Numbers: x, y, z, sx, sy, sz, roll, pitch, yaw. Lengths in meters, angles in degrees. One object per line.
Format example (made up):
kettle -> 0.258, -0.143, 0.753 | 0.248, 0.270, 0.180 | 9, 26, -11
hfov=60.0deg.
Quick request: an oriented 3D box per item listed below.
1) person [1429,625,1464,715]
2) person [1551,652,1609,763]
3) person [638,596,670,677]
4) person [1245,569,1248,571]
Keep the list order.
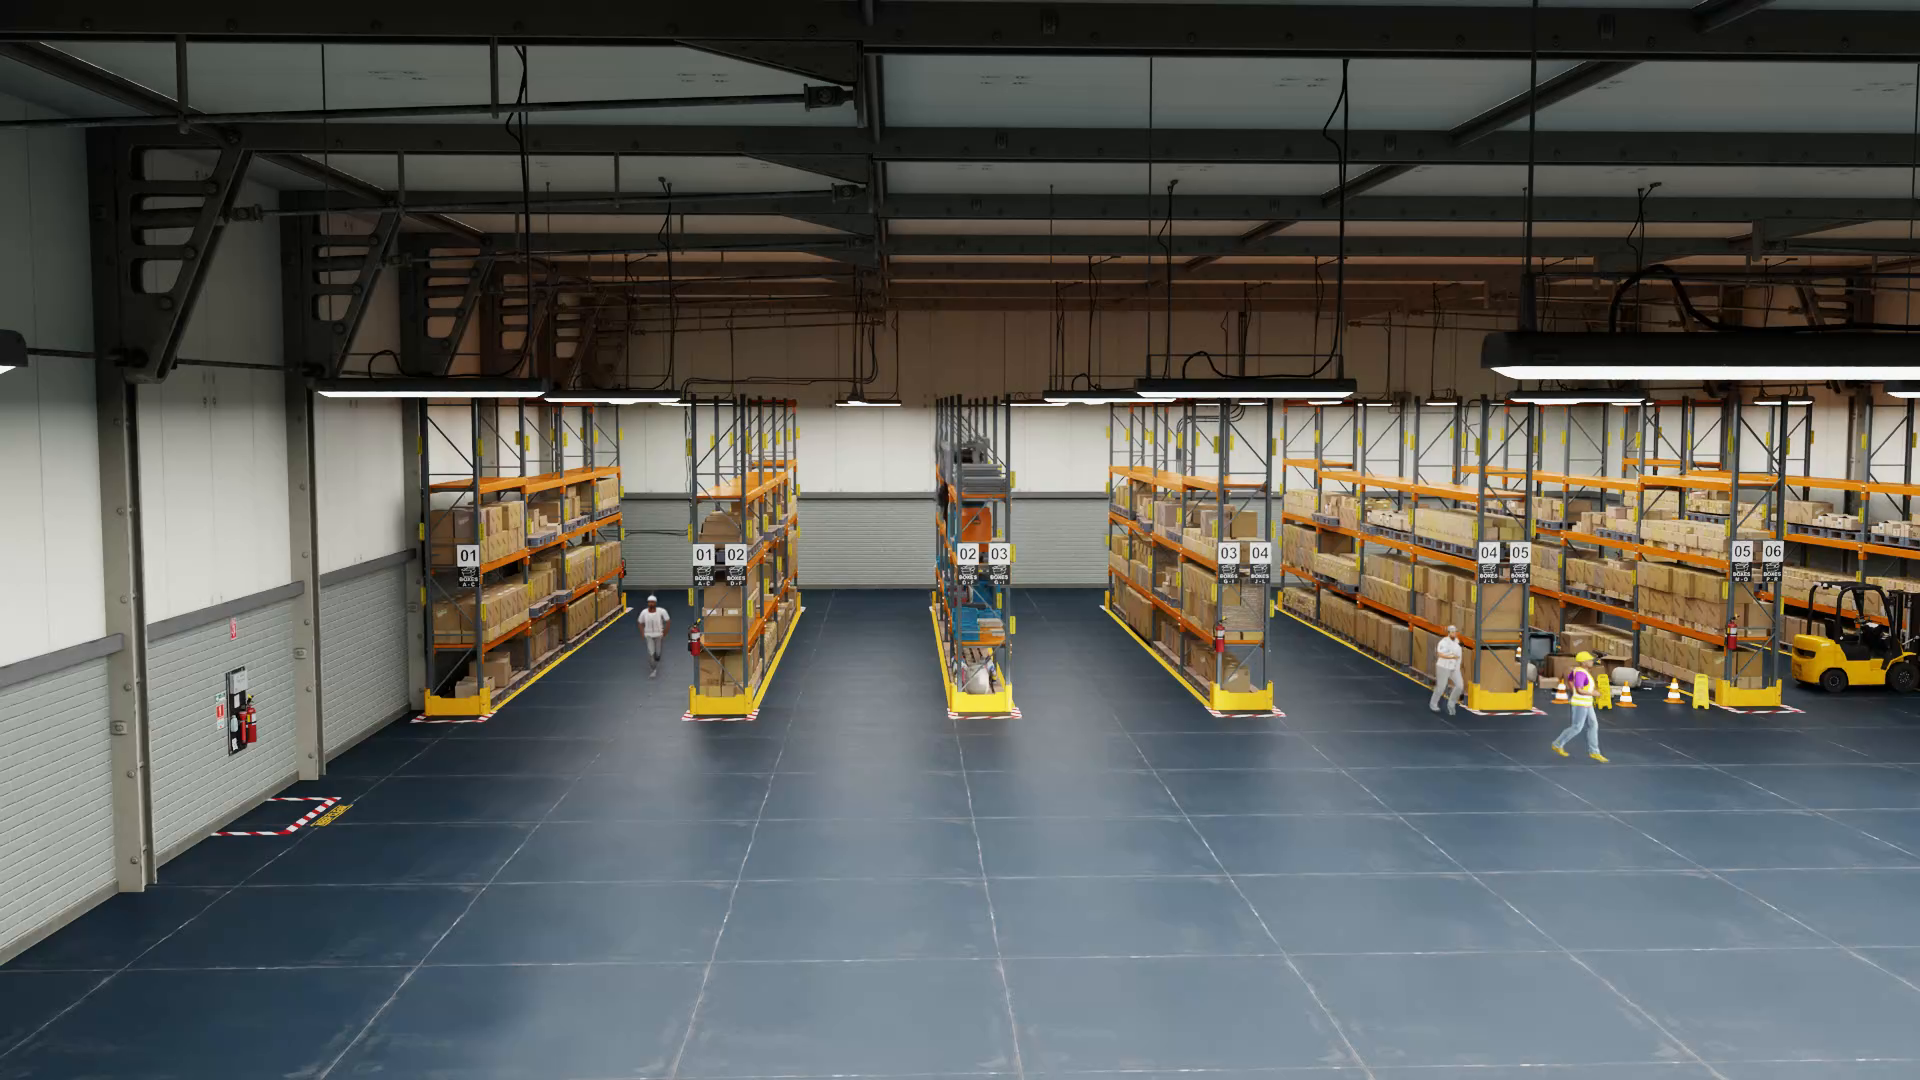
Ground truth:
person -> 9.192, 2.457, 31.243 | 0.606, 1.729, 0.707 | -2, 5, -24
person -> 10.097, 2.709, 27.047 | 0.886, 1.792, 0.688 | 3, 5, 30
person -> -6.579, 2.055, 35.737 | 0.693, 1.732, 0.561 | 0, 5, -5
person -> 8.166, 1.055, 48.309 | 0.615, 1.739, 0.715 | -3, 6, -37
